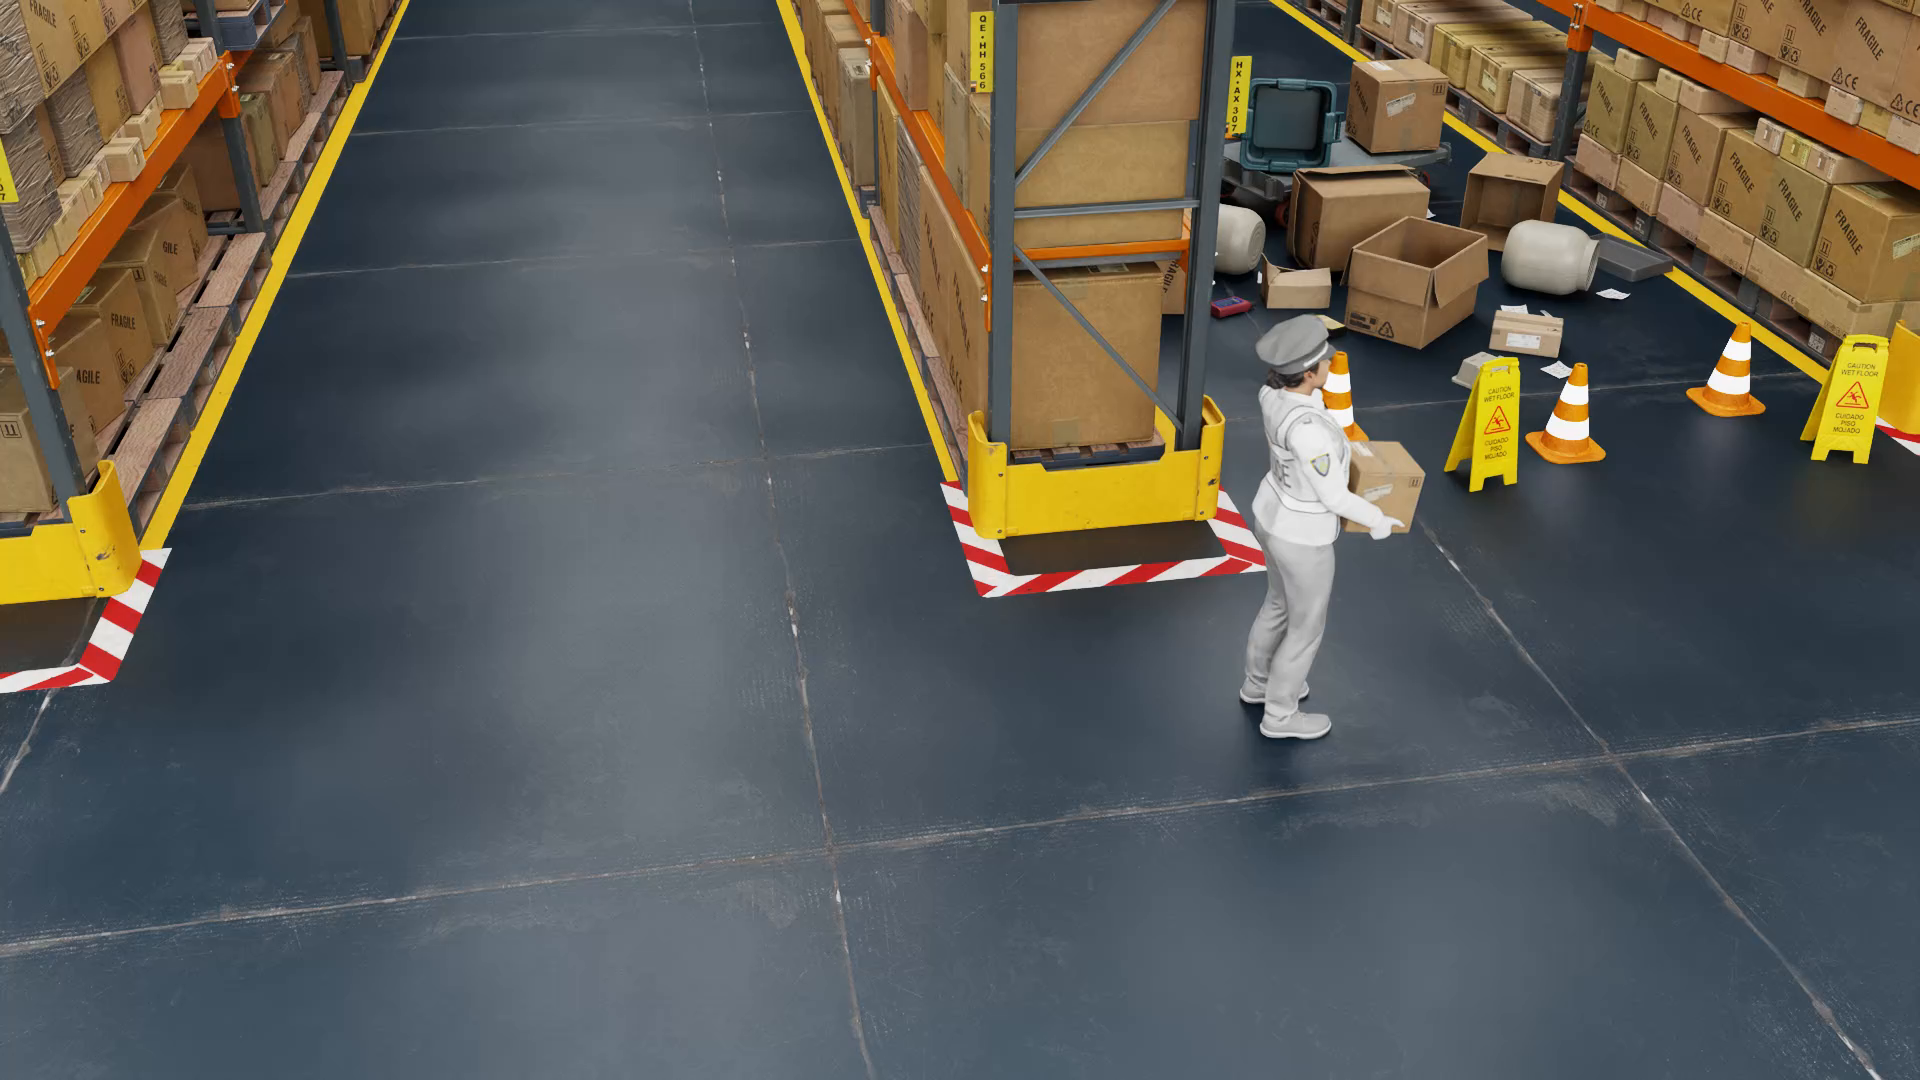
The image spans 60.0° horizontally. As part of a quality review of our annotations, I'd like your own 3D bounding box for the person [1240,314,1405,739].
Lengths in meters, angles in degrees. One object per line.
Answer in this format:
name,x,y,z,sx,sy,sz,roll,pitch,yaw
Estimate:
person,1.320,-0.040,6.175,0.563,1.686,0.459,-5,31,-8
